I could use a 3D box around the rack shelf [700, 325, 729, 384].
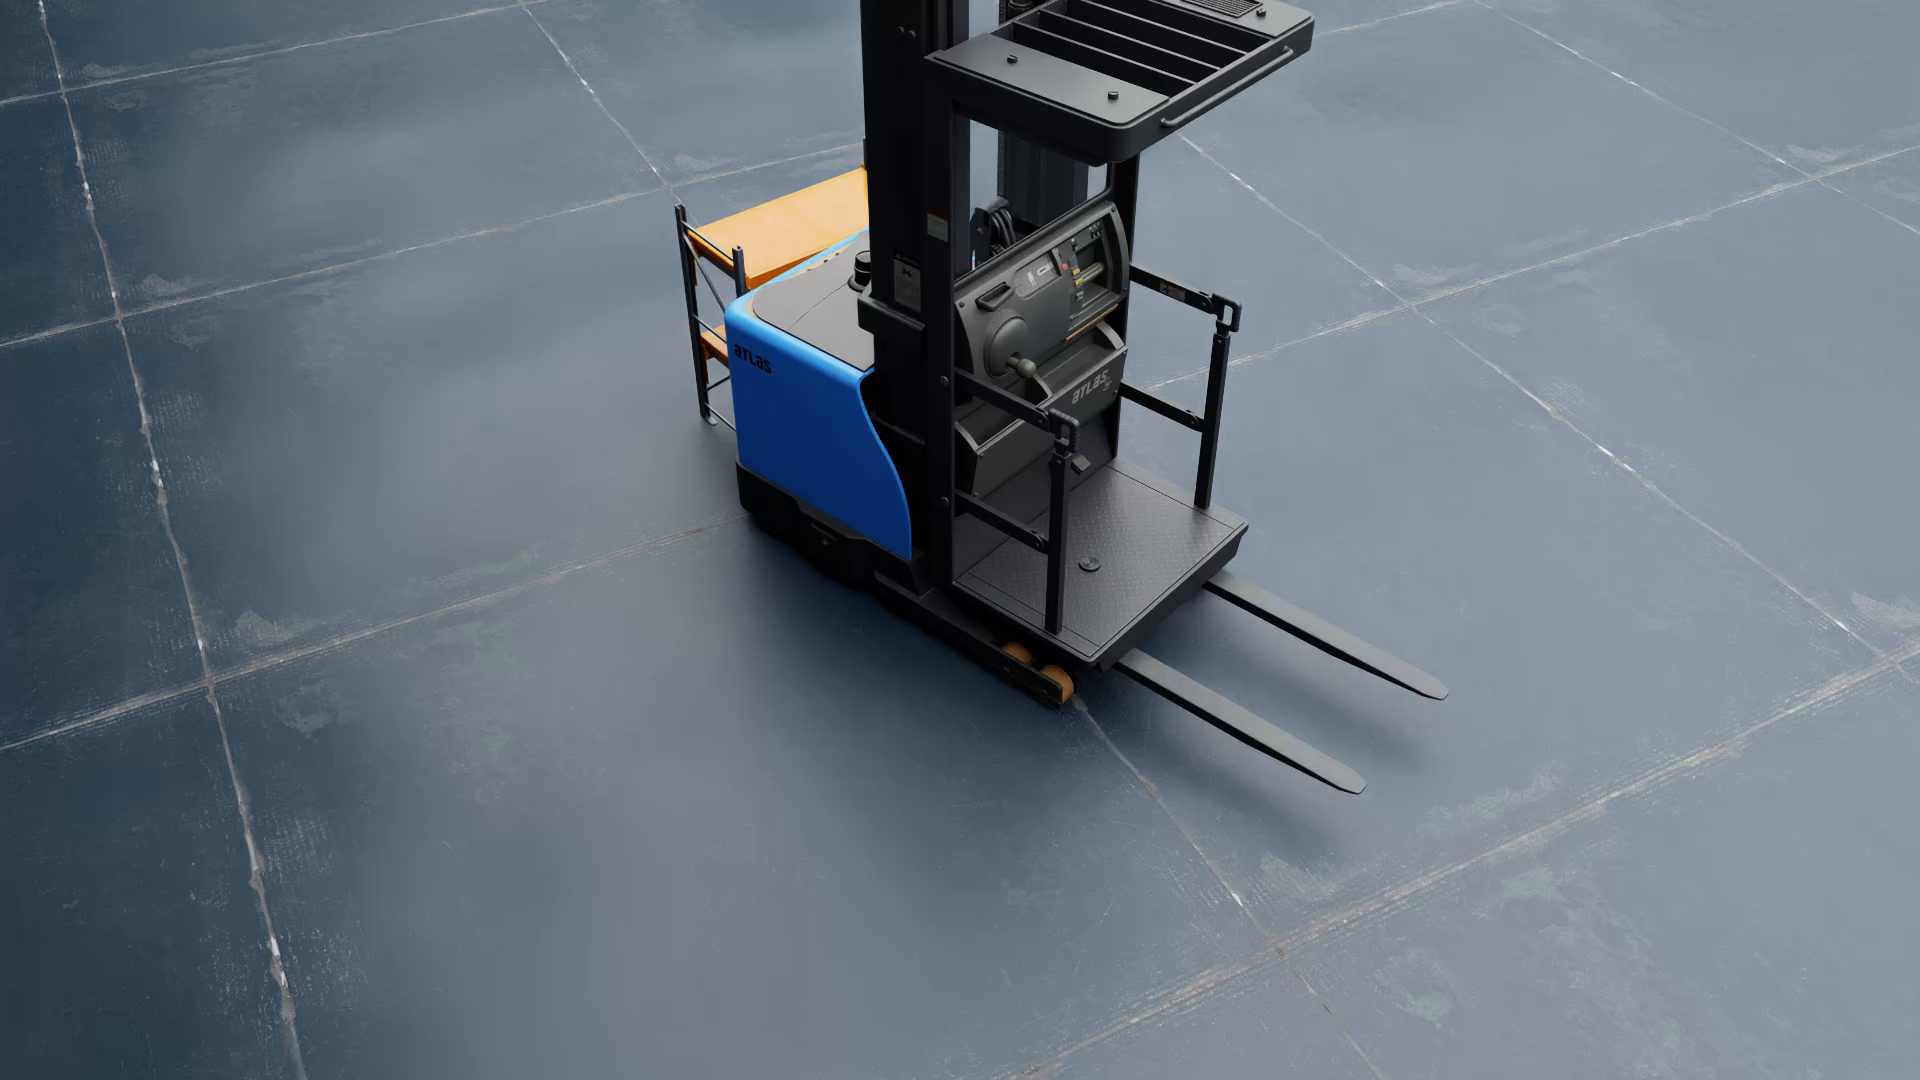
[{"bbox_3d":[-0.679,-0.927,7.853,1.000,0.278,0.538,-28,47,-29],"label":"rack shelf"}]

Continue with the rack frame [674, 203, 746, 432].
[{"bbox_3d":[-1.074,-0.907,7.451,0.032,1.125,0.500,-28,47,-29],"label":"rack frame"}]

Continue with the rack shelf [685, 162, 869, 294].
[{"bbox_3d":[-0.679,-1.337,7.506,1.000,0.278,0.538,-28,47,-29],"label":"rack shelf"}]

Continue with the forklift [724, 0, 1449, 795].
[{"bbox_3d":[0.473,-0.855,5.992,3.031,2.935,1.130,29,48,30],"label":"forklift"}]

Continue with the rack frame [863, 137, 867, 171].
[{"bbox_3d":[-0.283,-1.320,7.938,0.032,1.125,0.500,-28,47,-29],"label":"rack frame"}]

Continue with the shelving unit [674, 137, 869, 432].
[{"bbox_3d":[-0.679,-1.114,7.695,1.048,1.125,0.538,-28,47,-29],"label":"shelving unit"}]
